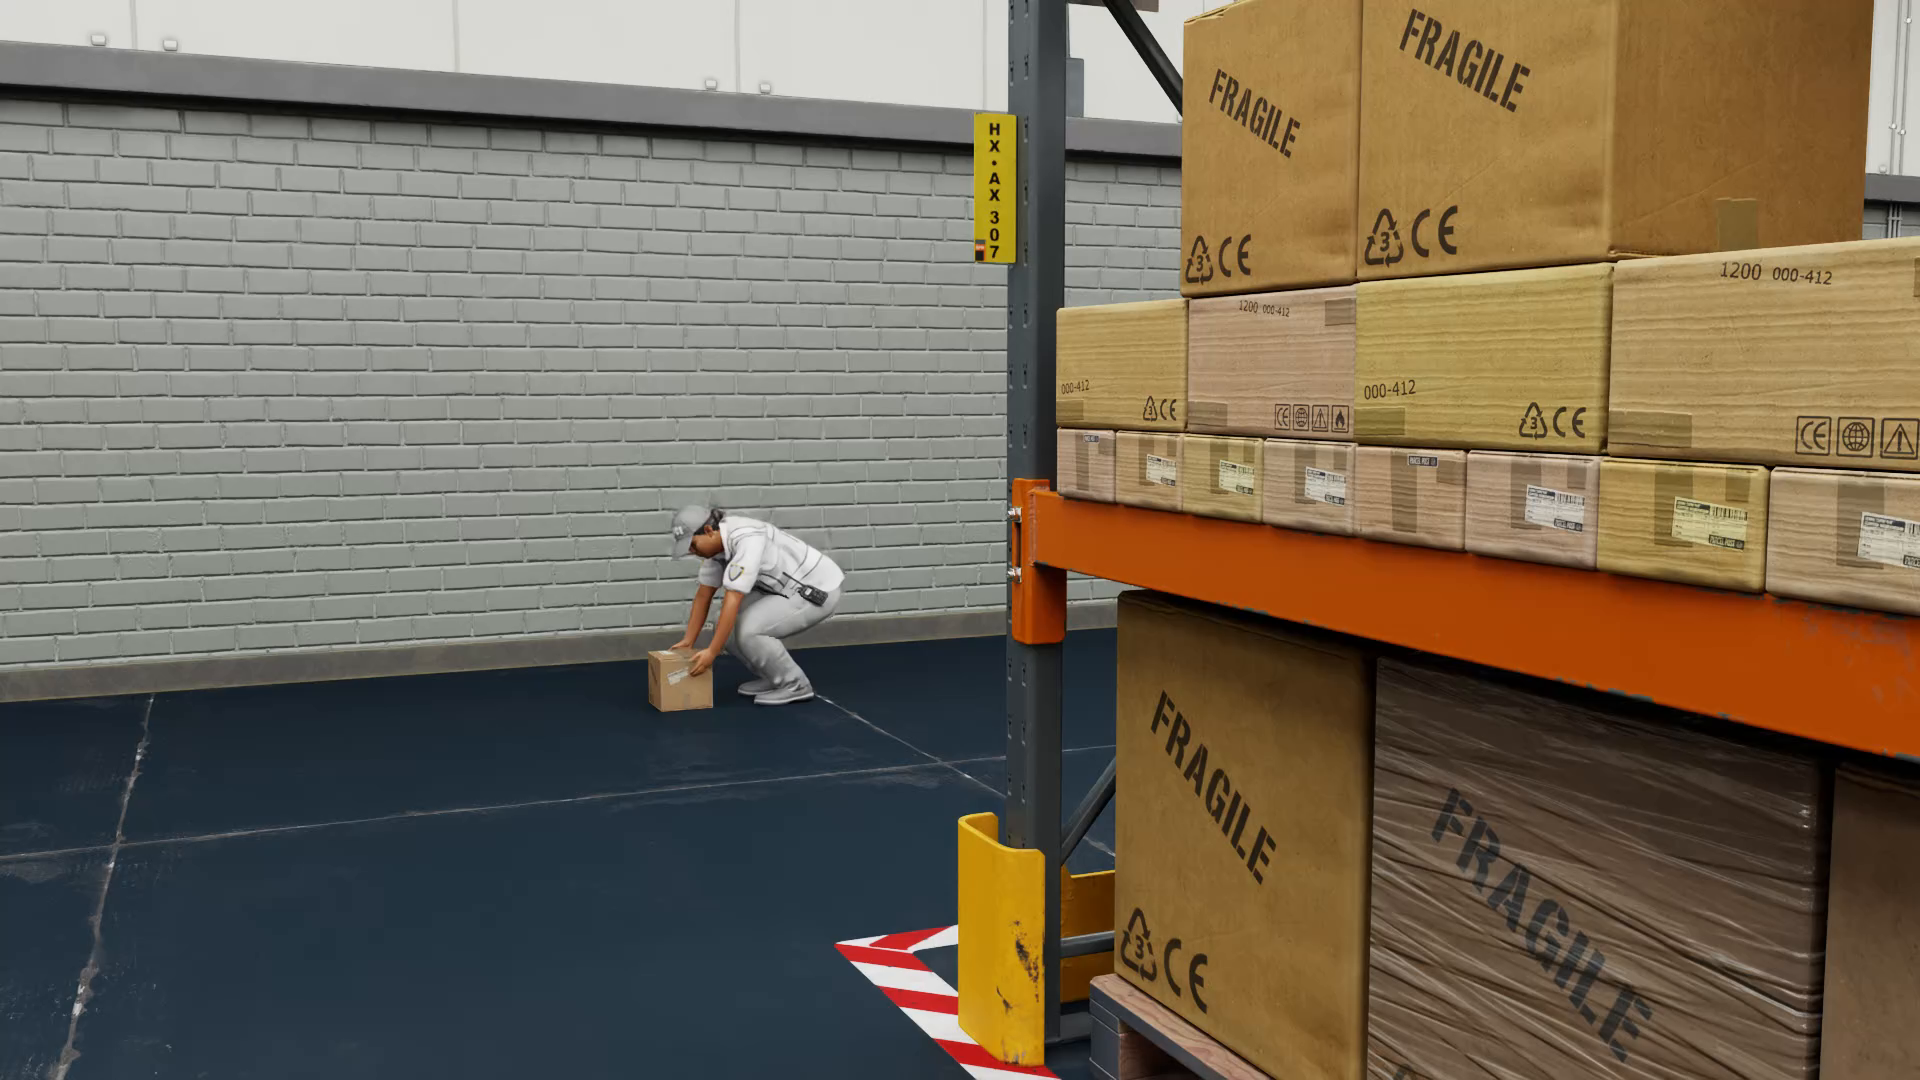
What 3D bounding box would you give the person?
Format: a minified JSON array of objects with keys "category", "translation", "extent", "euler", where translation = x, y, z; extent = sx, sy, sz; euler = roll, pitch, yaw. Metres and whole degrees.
[{"category":"person","translation":[-0.990,0.301,8.036],"extent":[0.830,0.969,0.525],"euler":[-2,6,-24]}]
